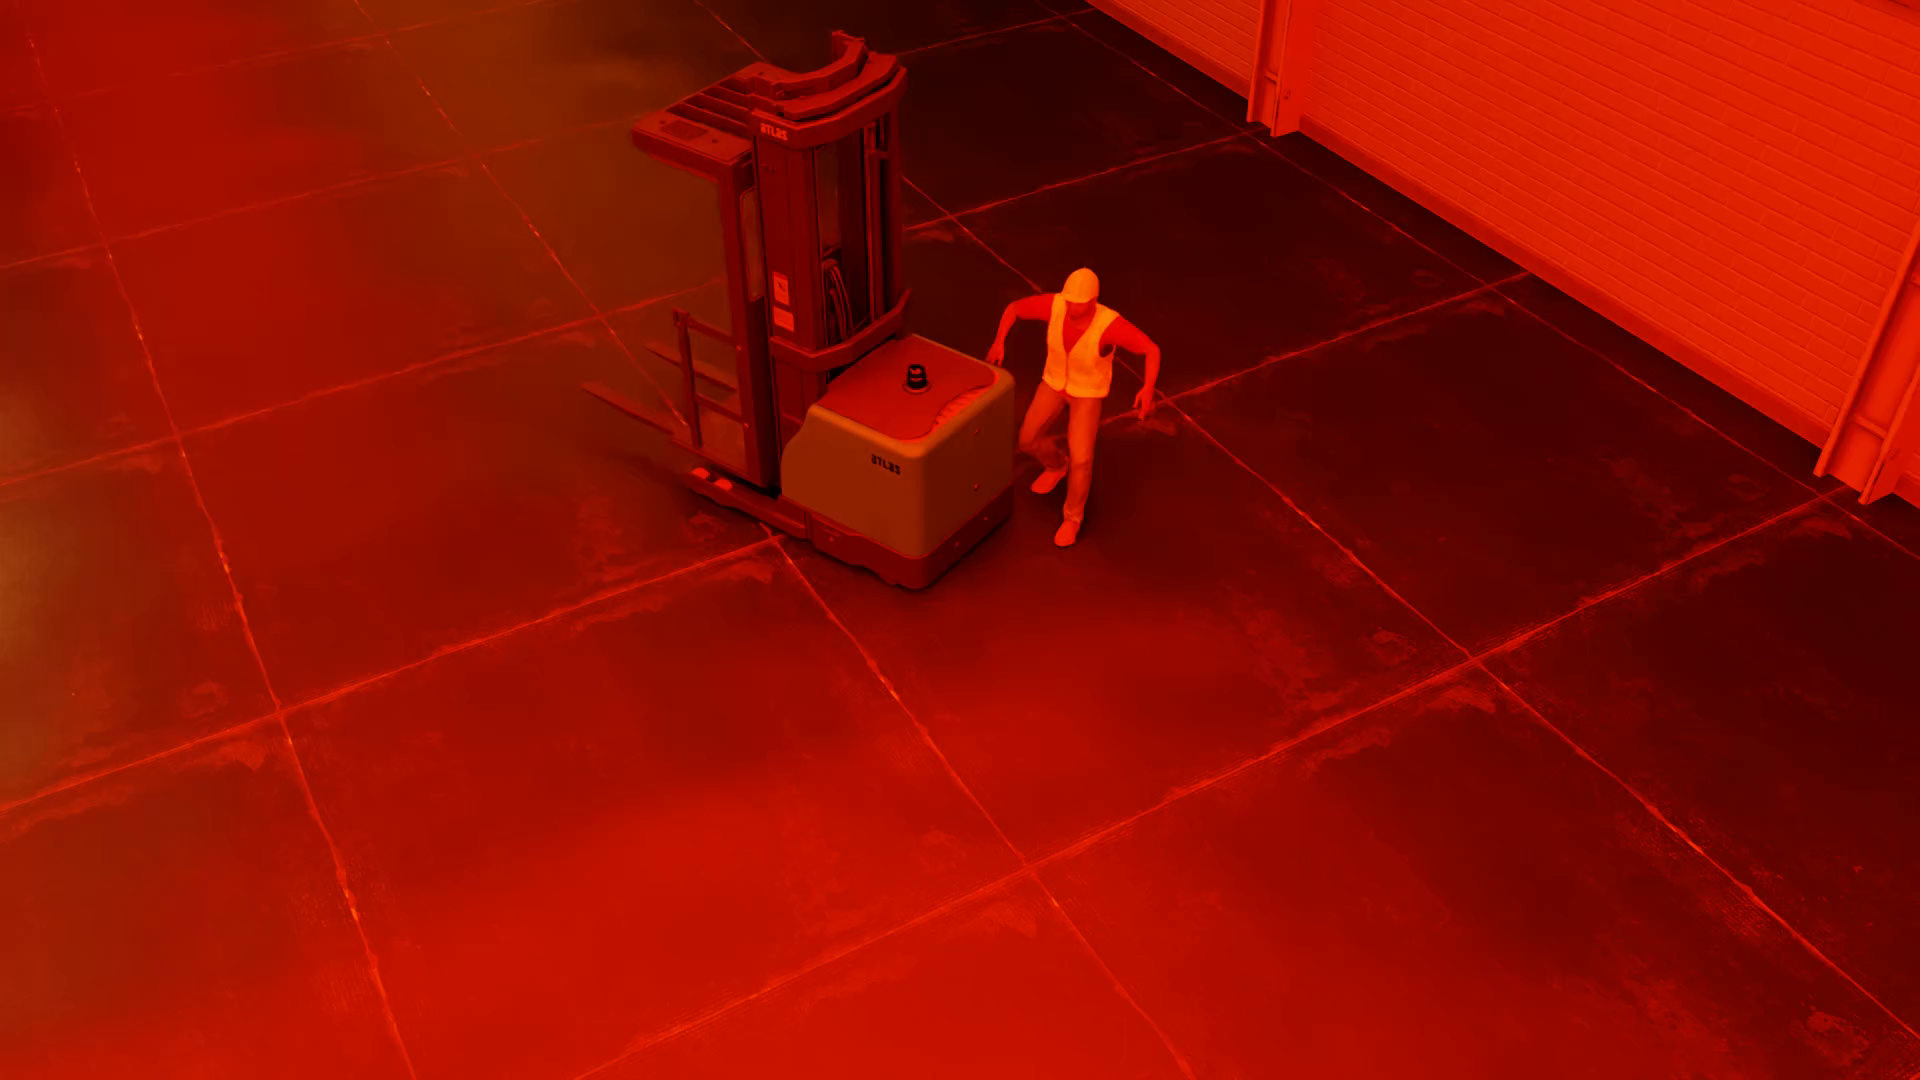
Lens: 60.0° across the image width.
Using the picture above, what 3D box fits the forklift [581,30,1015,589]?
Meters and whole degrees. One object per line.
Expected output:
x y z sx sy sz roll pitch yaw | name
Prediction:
-1.148 -1.598 9.962 3.031 2.935 1.130 25 46 27 | forklift

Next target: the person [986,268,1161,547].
0.636 -0.832 10.056 1.086 1.649 0.781 21 44 23 | person
